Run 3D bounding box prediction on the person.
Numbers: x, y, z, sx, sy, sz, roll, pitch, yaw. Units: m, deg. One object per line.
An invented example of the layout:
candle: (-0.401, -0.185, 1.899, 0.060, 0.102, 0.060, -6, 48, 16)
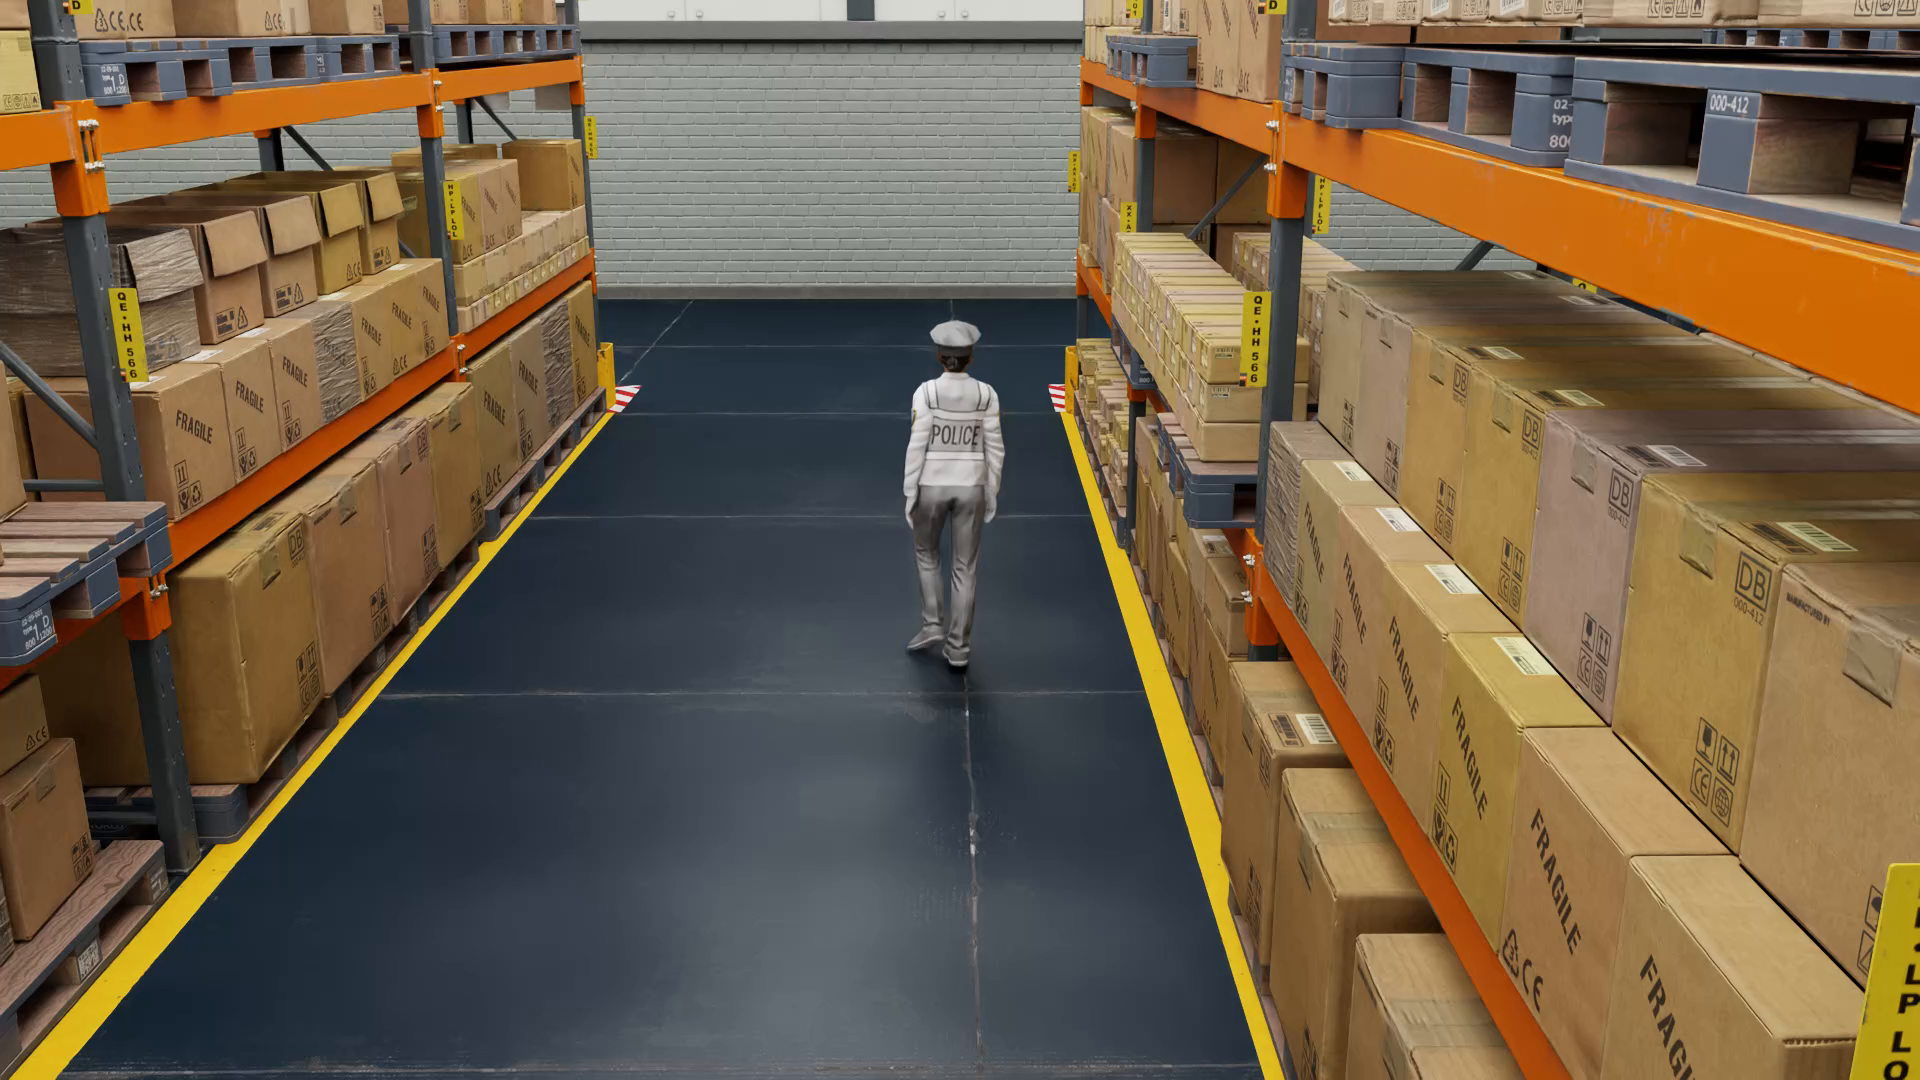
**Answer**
person: (-0.026, -0.193, 8.182, 0.512, 1.718, 0.498, -2, 17, -6)
